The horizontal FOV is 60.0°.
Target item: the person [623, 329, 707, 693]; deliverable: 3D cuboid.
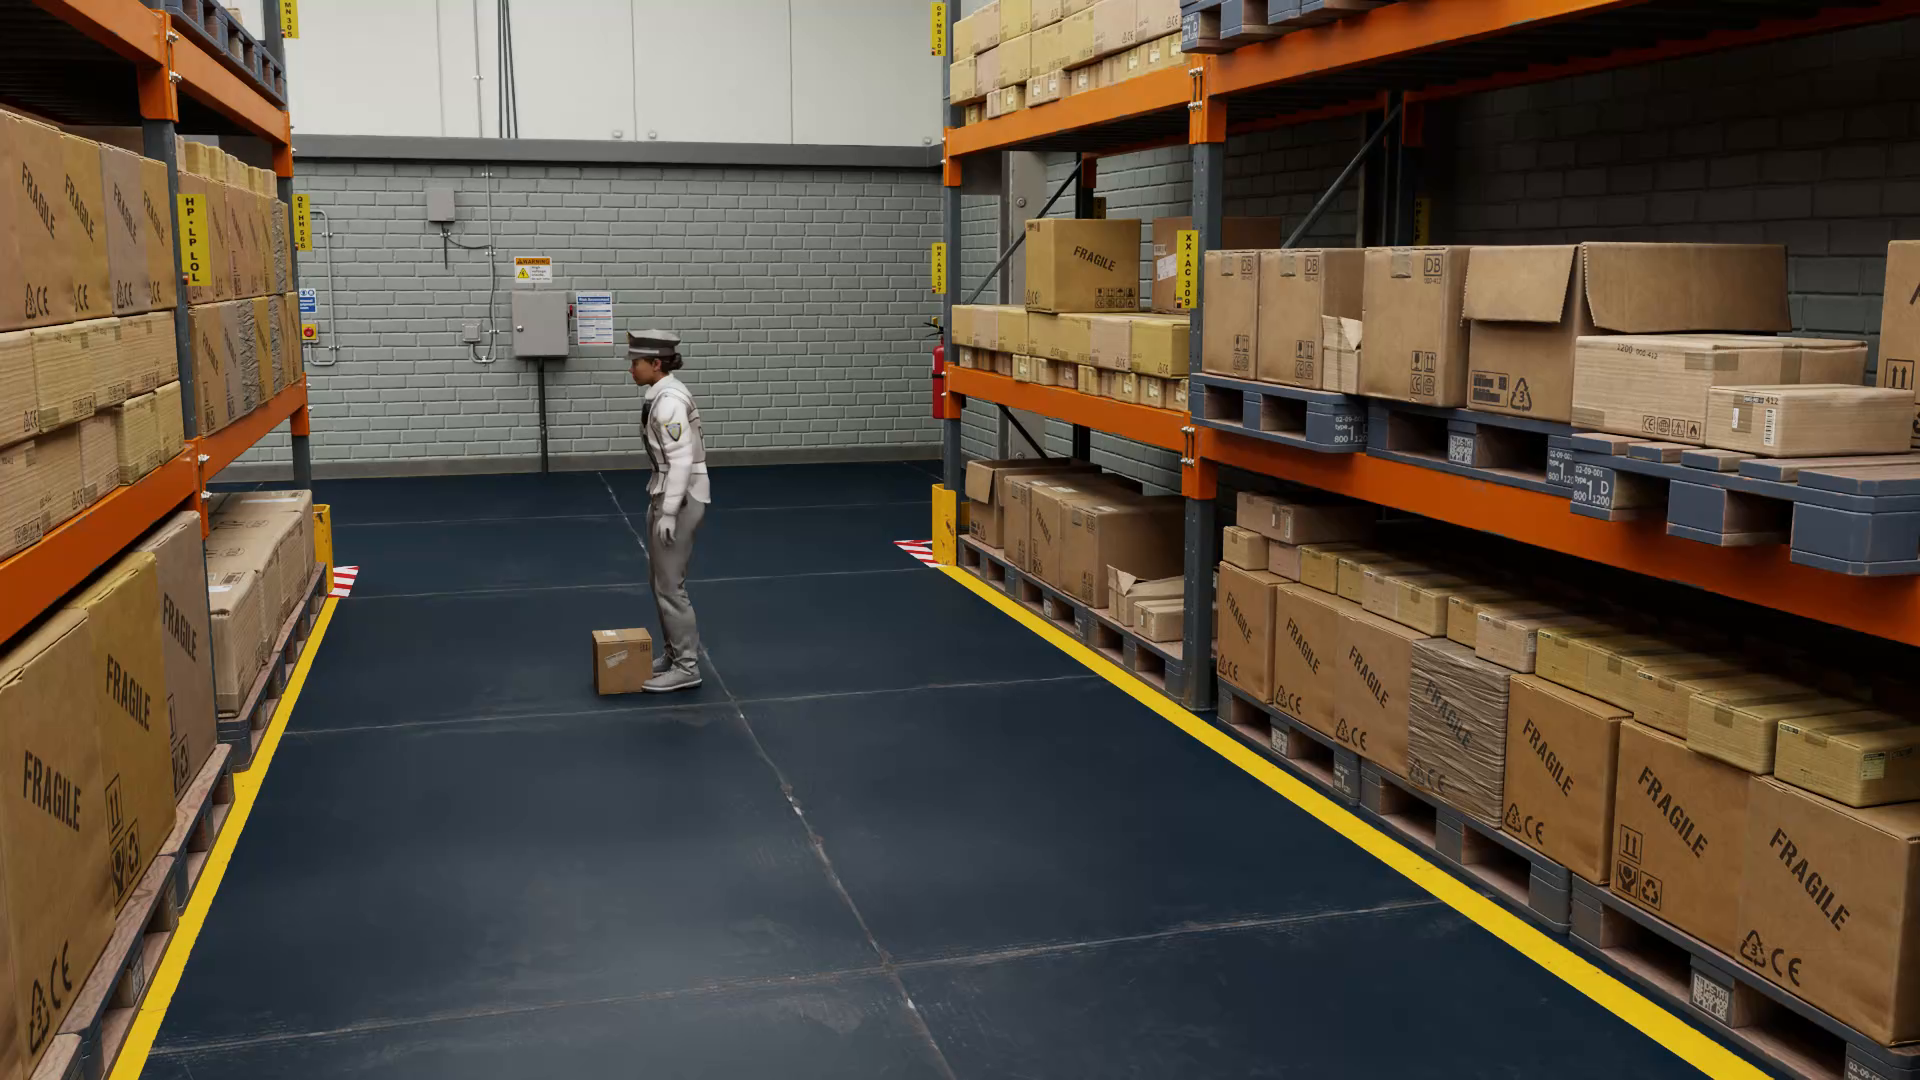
[{"bbox_3d":[-1.372,-0.149,7.768,0.358,1.663,0.449,-3,10,-16],"label":"person"}]
